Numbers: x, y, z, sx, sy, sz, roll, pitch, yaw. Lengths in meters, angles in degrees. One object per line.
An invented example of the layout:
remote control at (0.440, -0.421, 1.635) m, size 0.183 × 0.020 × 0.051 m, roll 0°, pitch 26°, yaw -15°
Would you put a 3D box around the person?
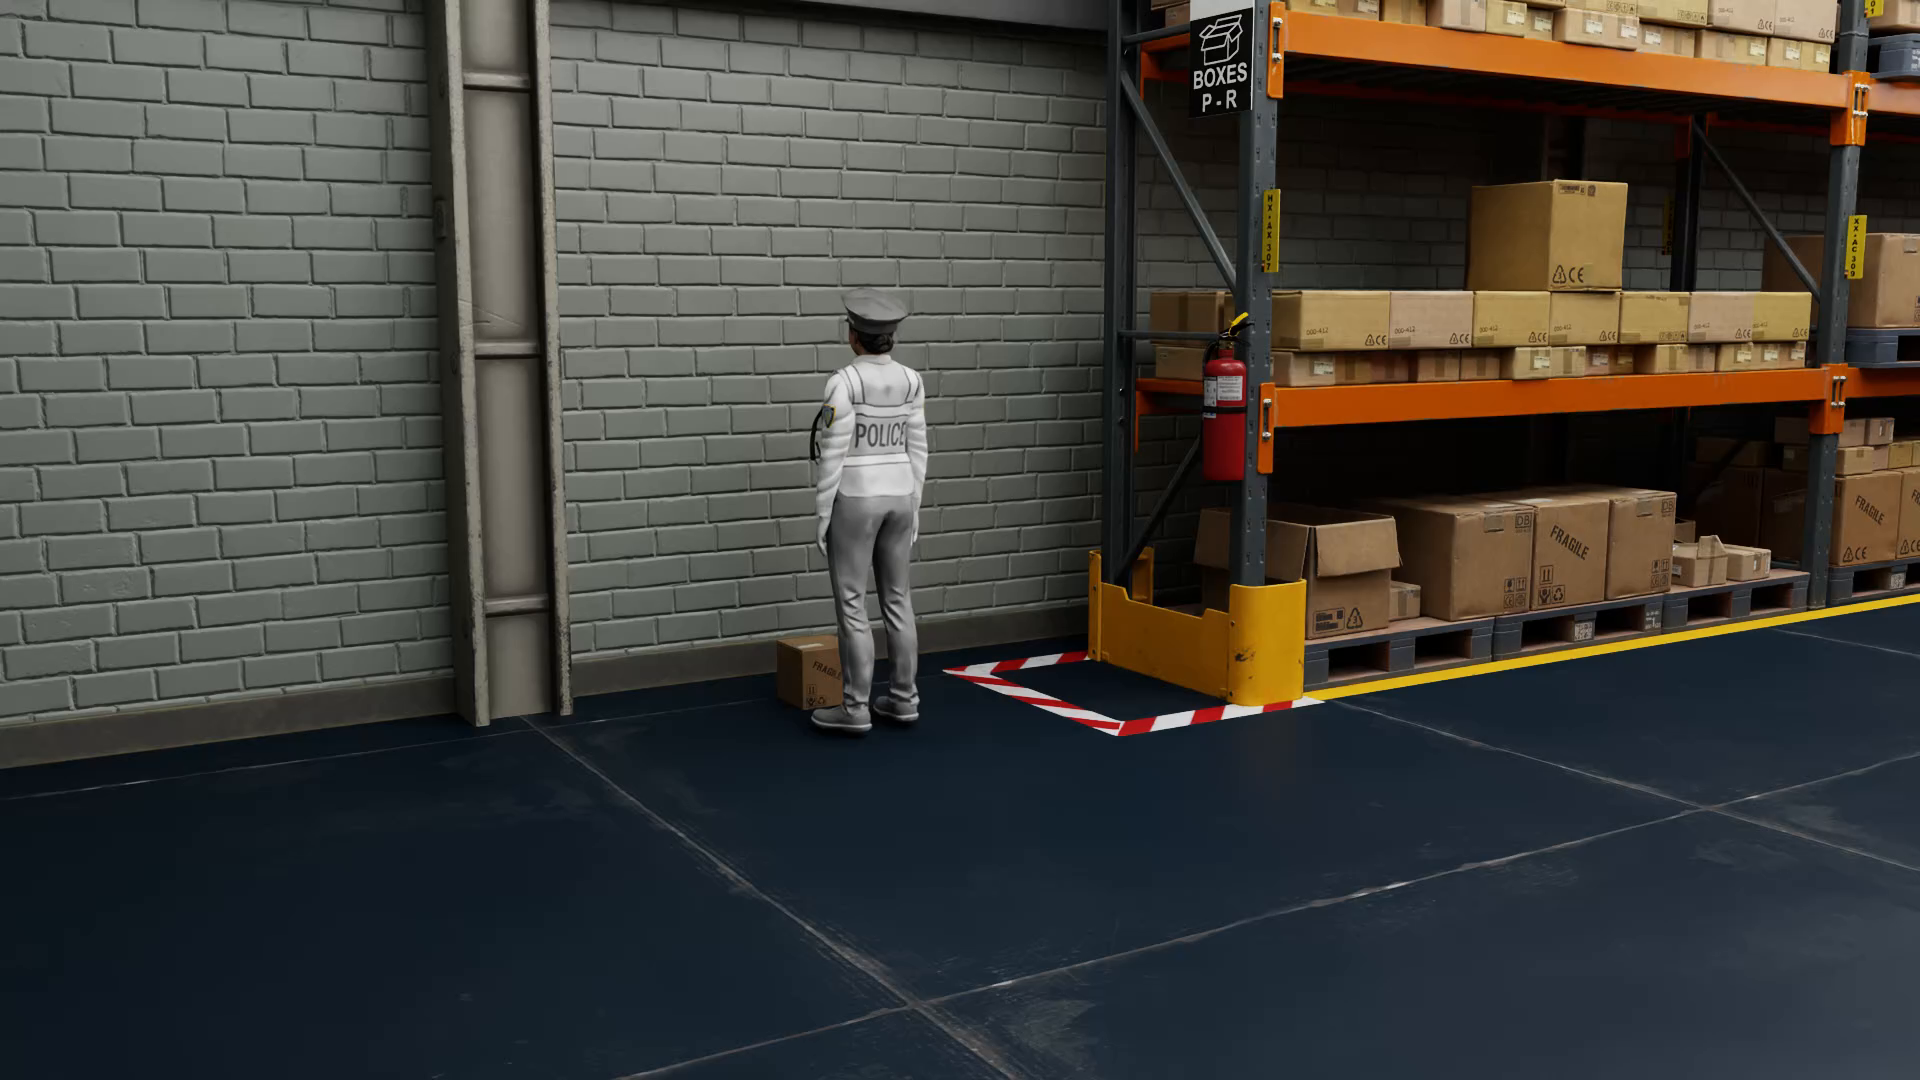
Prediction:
person at (-0.340, -0.121, 6.408) m, size 0.490 × 1.690 × 0.343 m, roll -7°, pitch 11°, yaw -39°
